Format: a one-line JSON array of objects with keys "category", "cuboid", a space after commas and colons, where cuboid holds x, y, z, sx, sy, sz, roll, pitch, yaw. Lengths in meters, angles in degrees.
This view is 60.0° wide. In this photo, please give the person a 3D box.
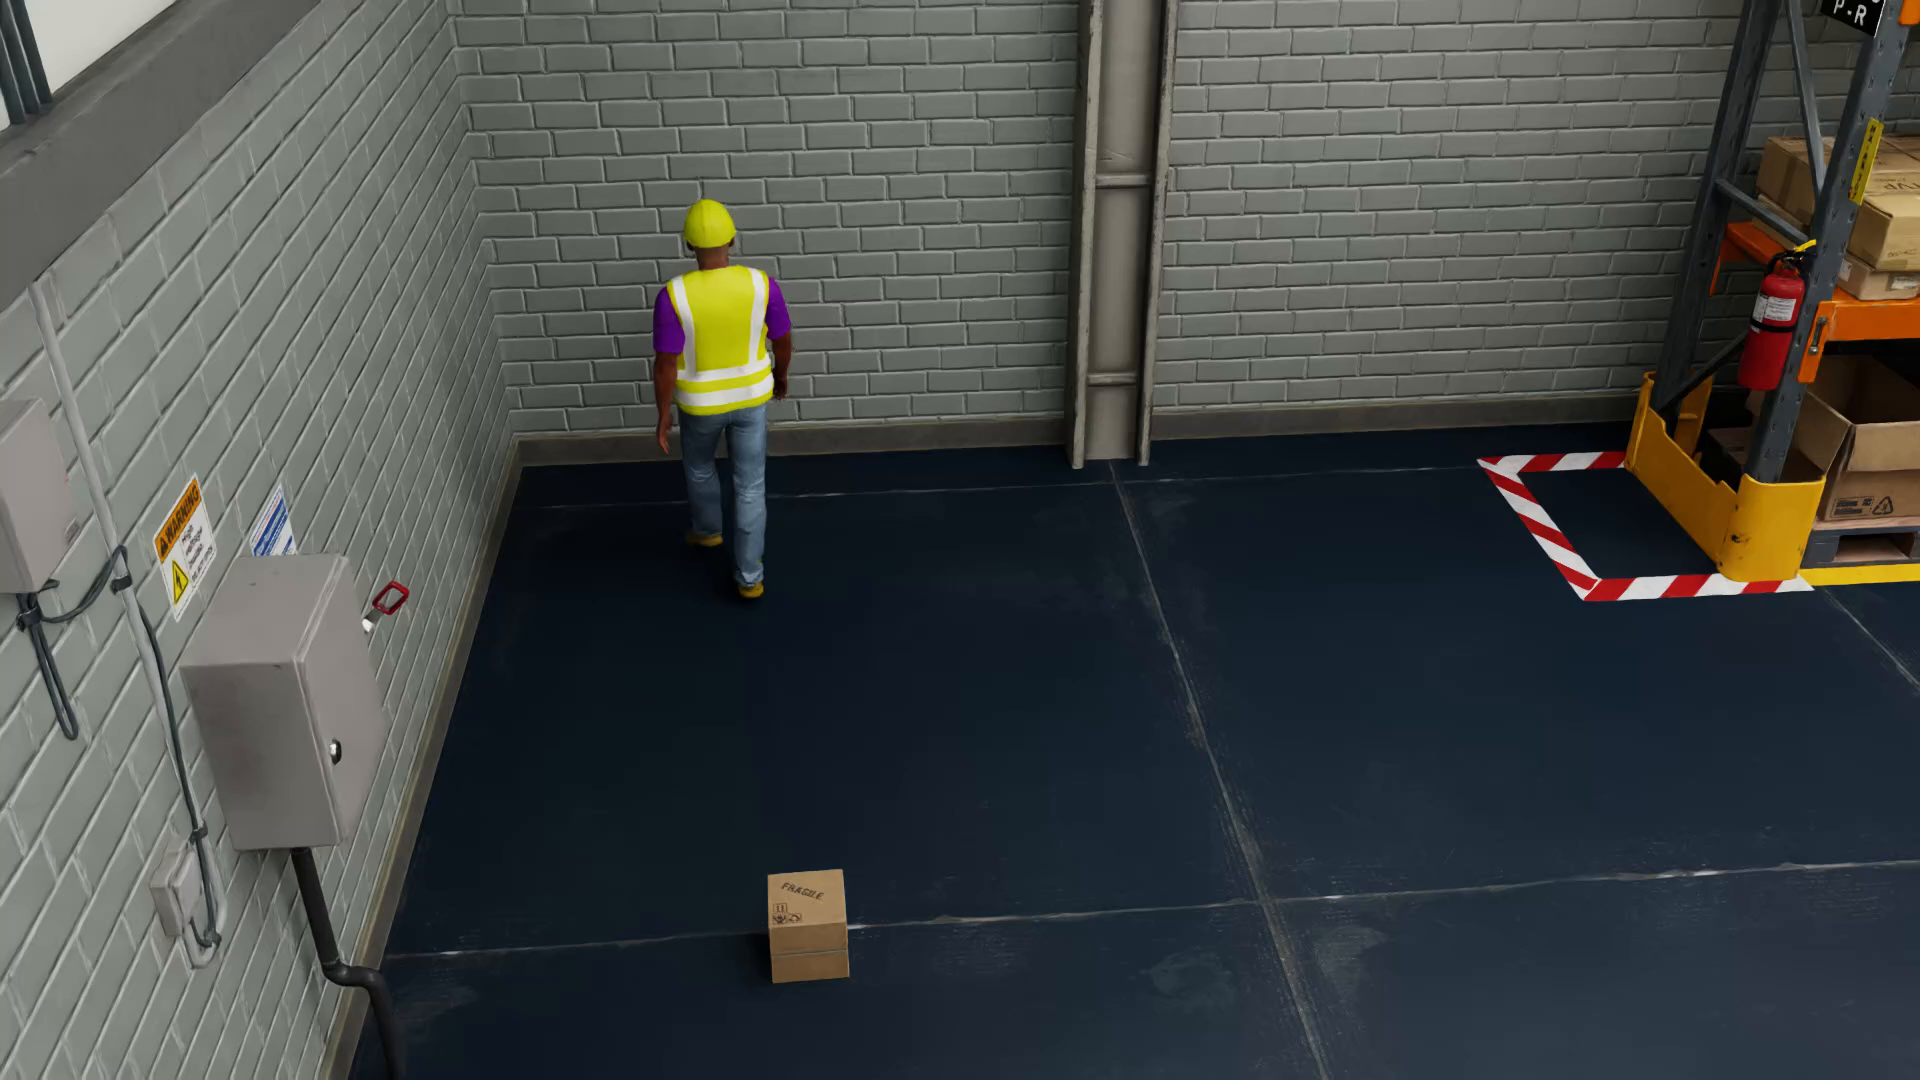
[{"category": "person", "cuboid": [-1.022, -0.627, 7.167, 0.615, 1.802, 0.758, -7, 32, -12]}]
